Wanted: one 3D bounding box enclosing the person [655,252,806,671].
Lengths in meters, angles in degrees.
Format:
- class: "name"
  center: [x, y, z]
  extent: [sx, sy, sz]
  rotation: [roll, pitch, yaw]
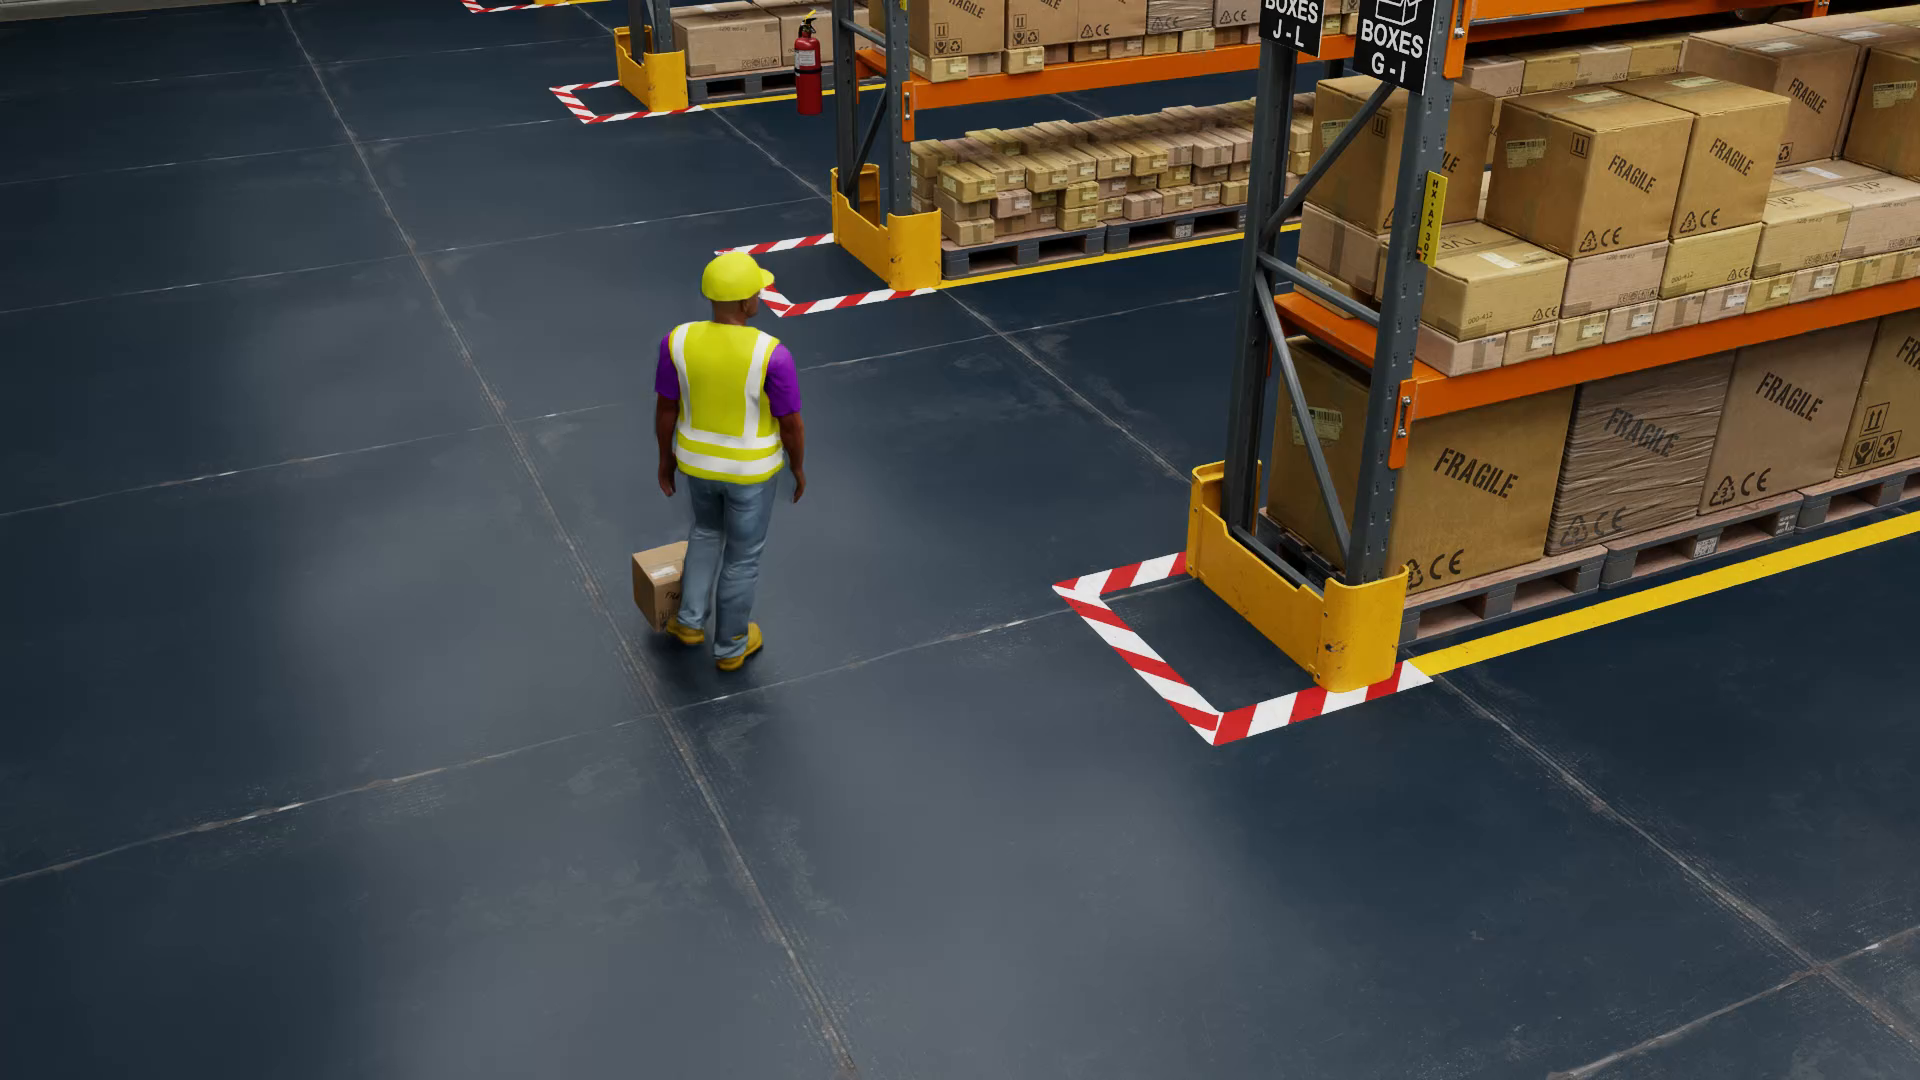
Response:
- class: "person"
  center: [-0.917, -0.294, 6.608]
  extent: [0.650, 1.763, 0.435]
  rotation: [8, 30, 15]
